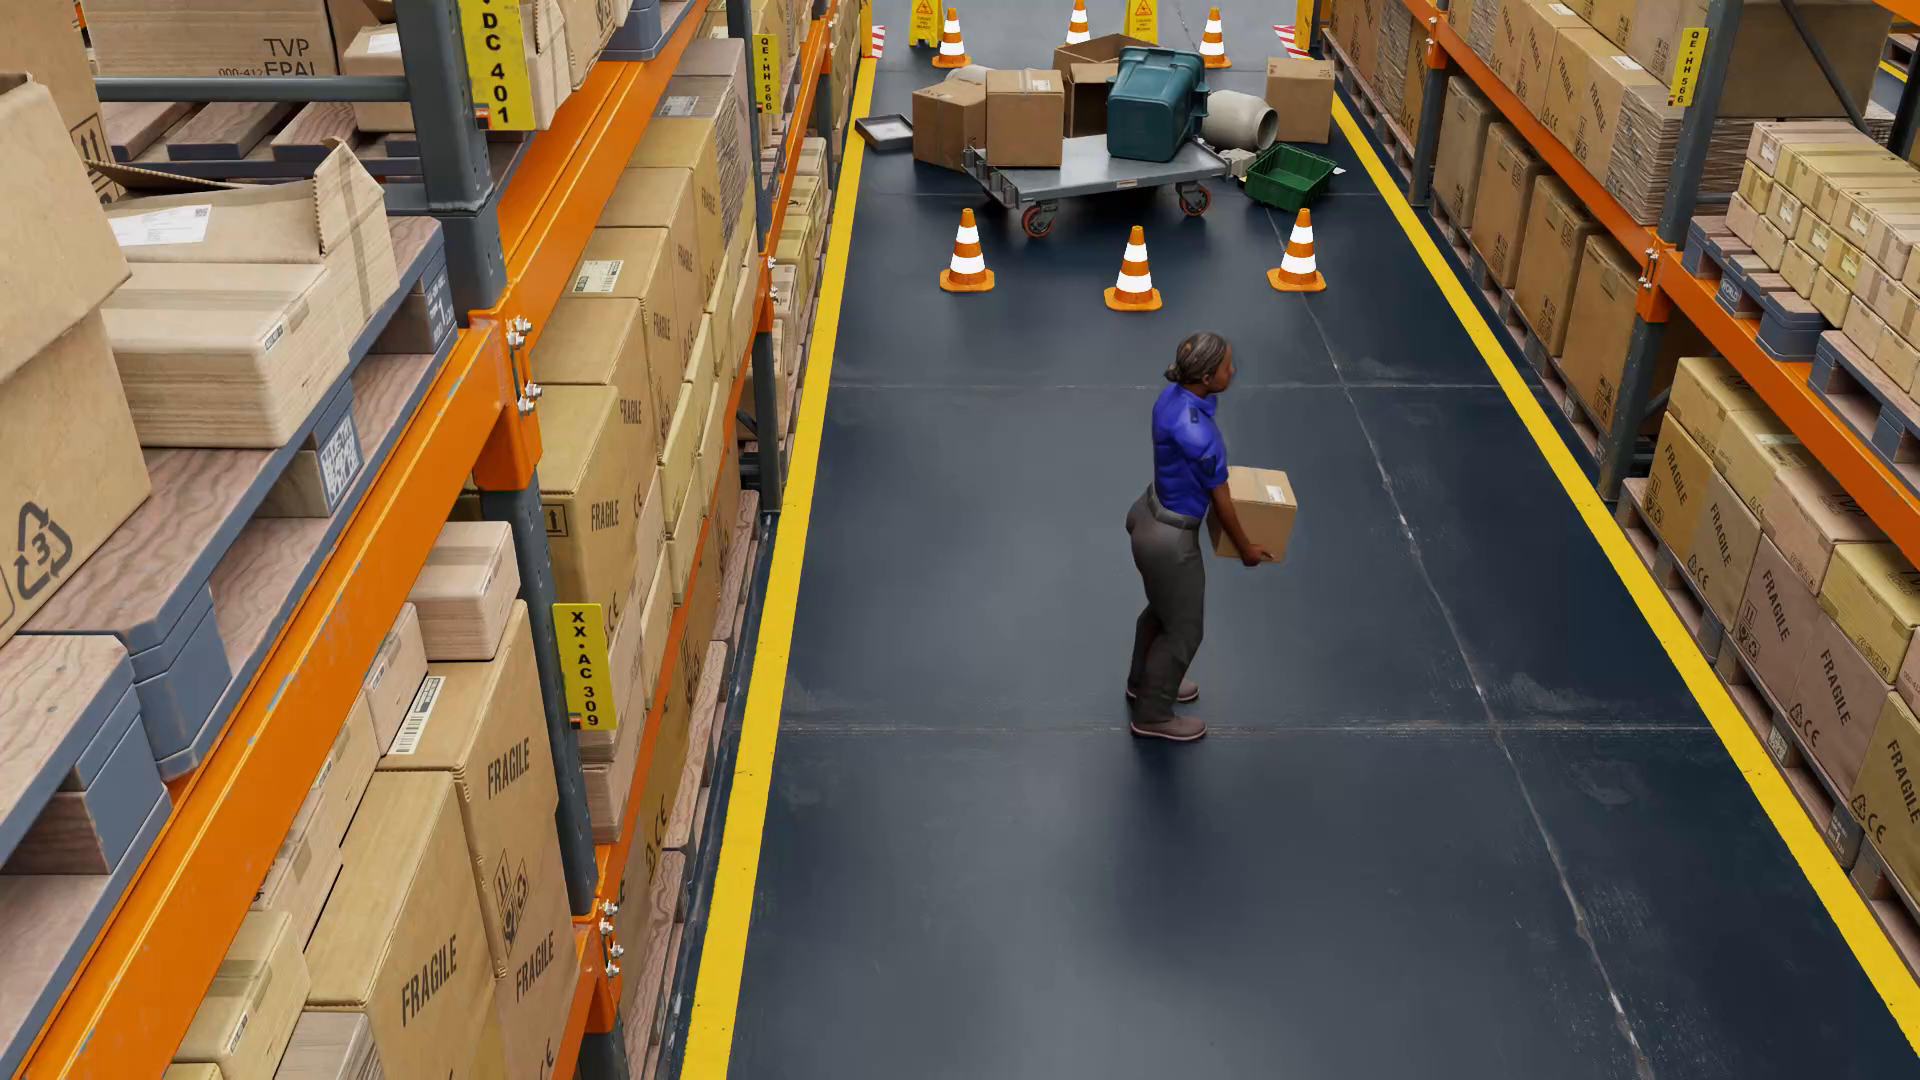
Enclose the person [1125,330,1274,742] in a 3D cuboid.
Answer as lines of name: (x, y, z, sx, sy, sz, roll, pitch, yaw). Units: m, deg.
person: (0.881, -0.011, 6.173, 0.522, 1.652, 0.393, -1, 32, -1)
